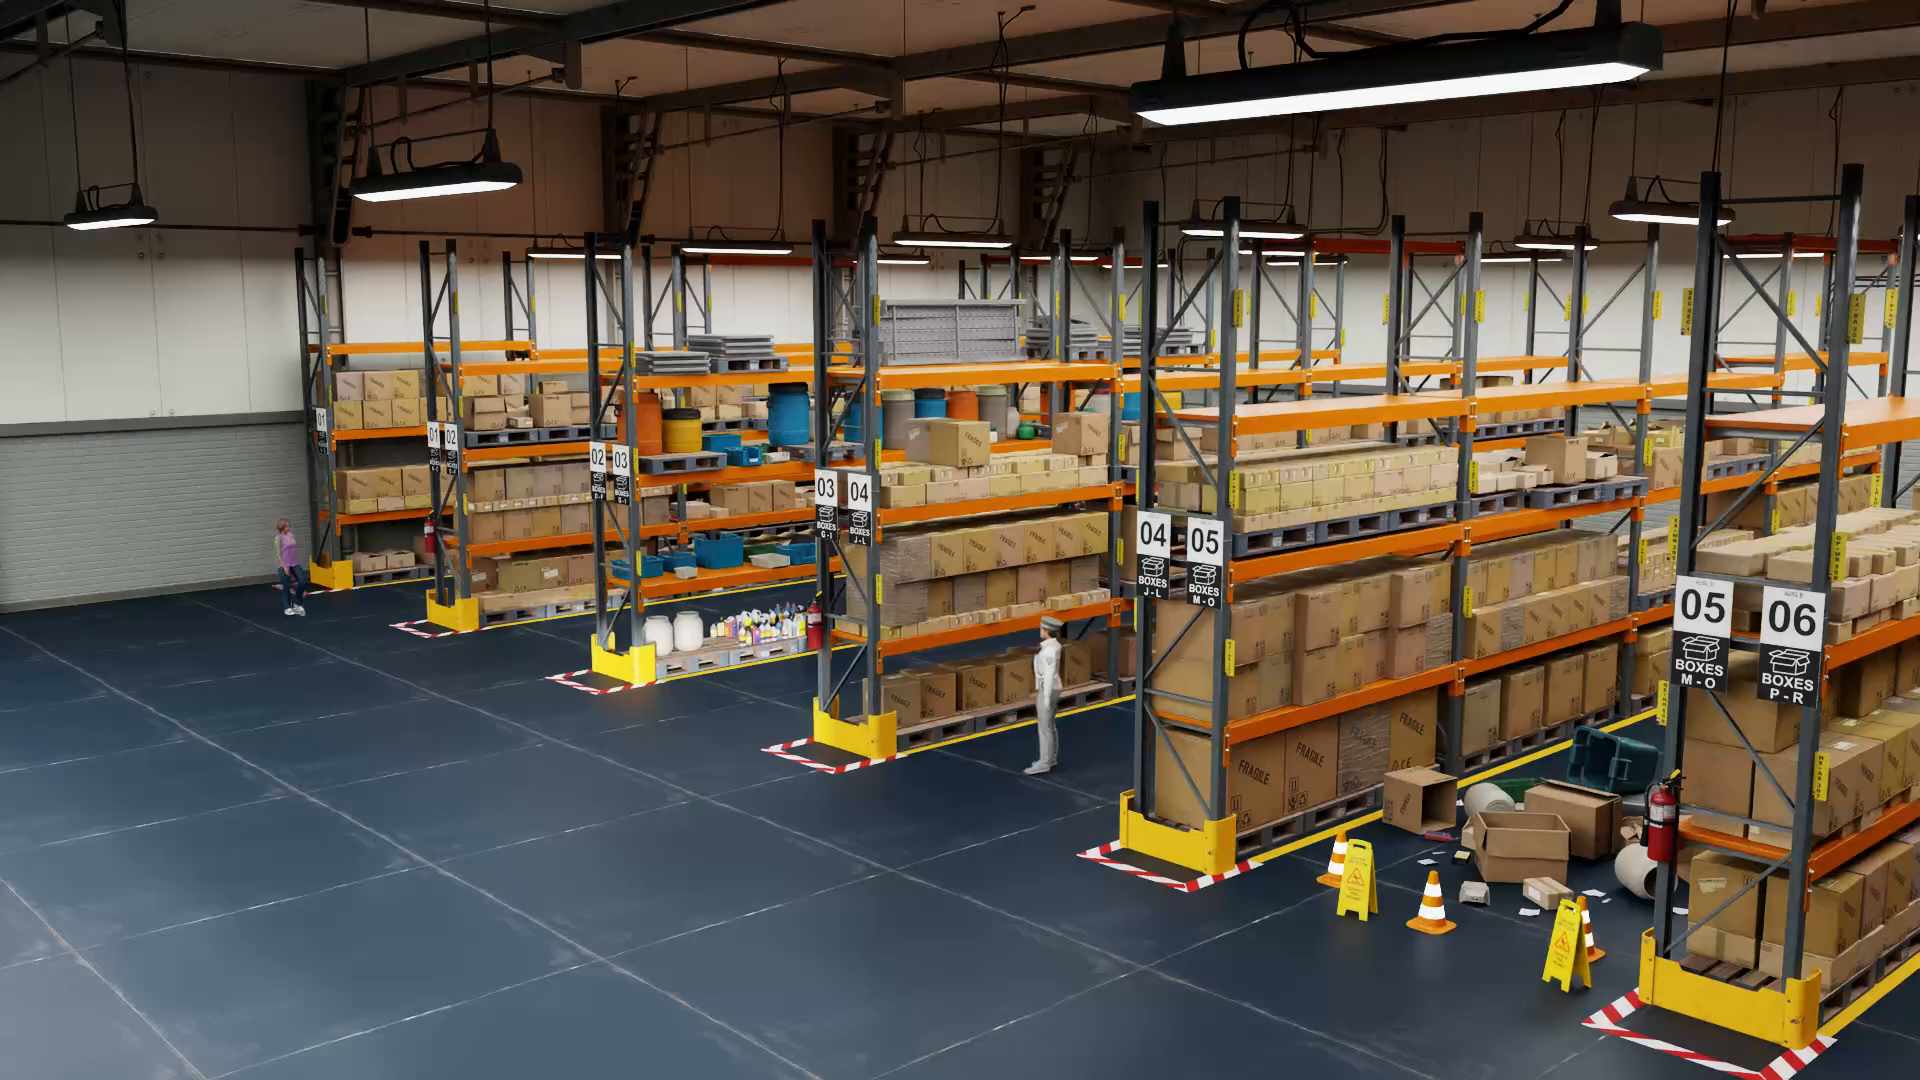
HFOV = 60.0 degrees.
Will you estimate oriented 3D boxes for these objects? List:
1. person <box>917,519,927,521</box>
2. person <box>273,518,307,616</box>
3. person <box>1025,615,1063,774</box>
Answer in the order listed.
[{"bbox_3d":[-0.700,-0.188,28.472,0.565,1.785,0.446,-7,11,-40],"label":"person"},{"bbox_3d":[-10.839,0.454,26.830,0.420,1.586,0.480,-8,12,-44],"label":"person"},{"bbox_3d":[0.920,1.677,18.206,0.405,1.692,0.563,1,8,3],"label":"person"}]
